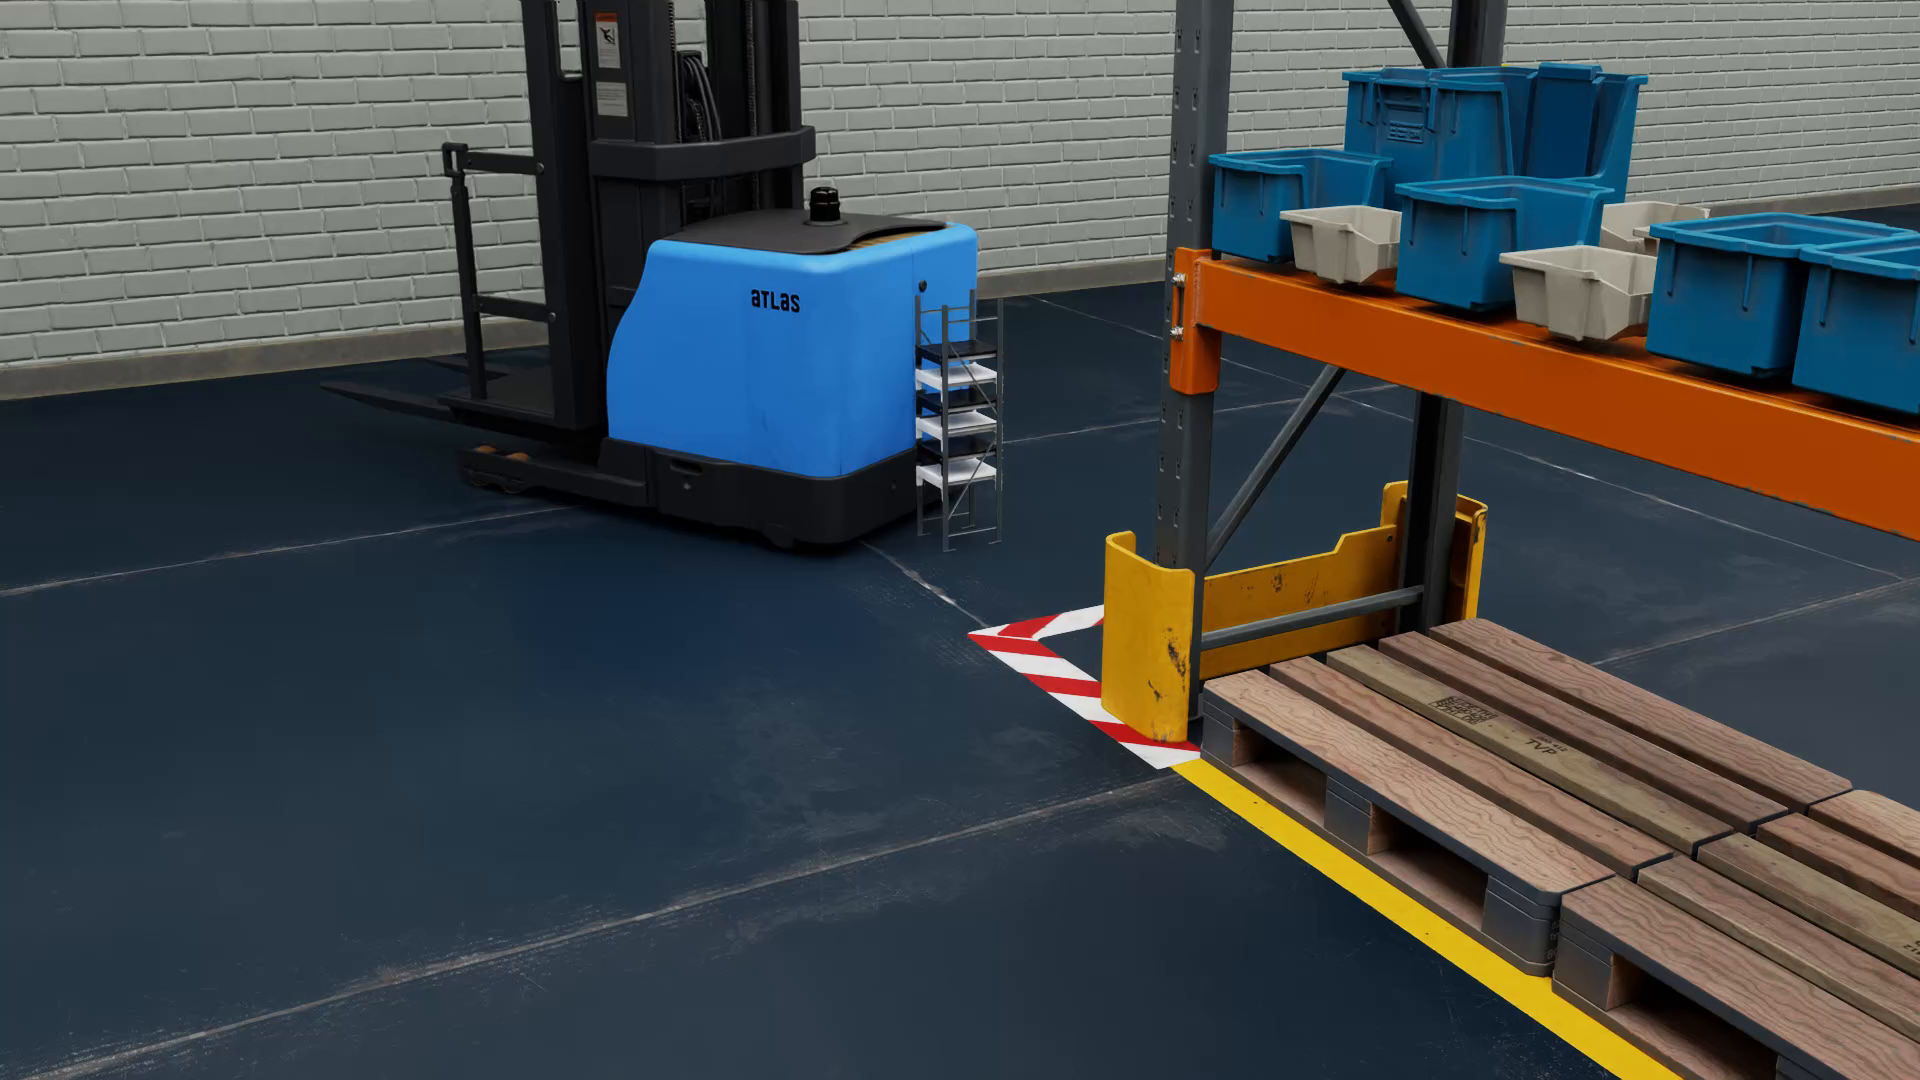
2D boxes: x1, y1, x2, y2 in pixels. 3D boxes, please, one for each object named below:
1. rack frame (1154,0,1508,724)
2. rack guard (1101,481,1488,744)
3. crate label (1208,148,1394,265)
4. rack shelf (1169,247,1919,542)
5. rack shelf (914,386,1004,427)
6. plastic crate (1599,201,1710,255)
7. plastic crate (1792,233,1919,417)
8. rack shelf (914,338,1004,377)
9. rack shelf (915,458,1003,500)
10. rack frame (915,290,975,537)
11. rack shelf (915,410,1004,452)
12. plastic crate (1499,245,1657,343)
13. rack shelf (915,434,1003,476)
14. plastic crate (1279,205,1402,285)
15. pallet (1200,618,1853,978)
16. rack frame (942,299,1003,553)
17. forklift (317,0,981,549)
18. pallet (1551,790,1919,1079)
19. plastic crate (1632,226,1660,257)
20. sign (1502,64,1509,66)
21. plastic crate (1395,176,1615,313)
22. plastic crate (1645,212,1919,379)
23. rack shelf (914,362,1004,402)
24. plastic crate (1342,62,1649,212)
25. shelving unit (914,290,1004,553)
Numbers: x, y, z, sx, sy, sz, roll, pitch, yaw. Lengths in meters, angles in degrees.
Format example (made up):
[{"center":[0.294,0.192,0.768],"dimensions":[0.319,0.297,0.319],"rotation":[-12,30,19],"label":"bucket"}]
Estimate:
[{"center":[0.999,-0.991,4.404],"dimensions":[1.000,3.000,0.127],"rotation":[-10,21,-27],"label":"rack frame"},{"center":[0.976,0.186,4.826],"dimensions":[1.175,0.500,0.348],"rotation":[-10,21,-27],"label":"rack guard"},{"center":[0.827,-0.818,4.068],"dimensions":[0.416,0.233,0.303],"rotation":[-10,21,-27],"label":"crate label"},{"center":[1.949,-0.077,2.857],"dimensions":[1.077,0.370,4.000],"rotation":[-10,21,-27],"label":"rack shelf"},{"center":[-0.004,-0.481,5.973],"dimensions":[0.258,0.077,0.200],"rotation":[-10,21,-27],"label":"rack shelf"},{"center":[1.546,-0.688,3.840],"dimensions":[0.396,0.136,0.243],"rotation":[-10,21,-27],"label":"plastic crate"},{"center":[1.594,-0.354,2.723],"dimensions":[0.416,0.233,0.300],"rotation":[-10,21,-27],"label":"plastic crate"},{"center":[-0.004,-0.651,5.914],"dimensions":[0.258,0.077,0.200],"rotation":[-10,21,-27],"label":"rack shelf"},{"center":[-0.004,-0.226,6.061],"dimensions":[0.258,0.077,0.200],"rotation":[-10,21,-27],"label":"rack shelf"},{"center":[-0.052,-0.457,6.076],"dimensions":[0.240,0.900,0.006],"rotation":[-10,21,-27],"label":"rack frame"},{"center":[-0.004,-0.396,6.002],"dimensions":[0.258,0.077,0.200],"rotation":[-10,21,-27],"label":"rack shelf"},{"center":[1.228,-0.473,3.216],"dimensions":[0.250,0.136,0.298],"rotation":[-10,21,-27],"label":"plastic crate"},{"center":[-0.004,-0.311,6.032],"dimensions":[0.258,0.077,0.200],"rotation":[-10,21,-27],"label":"rack shelf"},{"center":[0.906,-0.668,3.780],"dimensions":[0.250,0.136,0.298],"rotation":[-10,21,-27],"label":"plastic crate"},{"center":[1.357,0.570,4.155],"dimensions":[1.003,0.211,1.213],"rotation":[-10,21,-27],"label":"pallet"},{"center":[0.044,-0.399,5.907],"dimensions":[0.240,0.900,0.006],"rotation":[-10,21,-27],"label":"rack frame"},{"center":[-1.436,-1.700,6.563],"dimensions":[3.031,2.935,1.130],"rotation":[12,22,31],"label":"forklift"},{"center":[1.932,0.920,3.142],"dimensions":[1.003,0.211,1.213],"rotation":[-10,21,-27],"label":"pallet"},{"center":[1.671,-0.603,3.592],"dimensions":[0.396,0.136,0.243],"rotation":[-10,21,-27],"label":"plastic crate"},{"center":[1.476,-1.158,4.638],"dimensions":[0.100,0.325,0.005],"rotation":[-10,21,-27],"label":"sign"},{"center":[1.139,-0.629,3.521],"dimensions":[0.416,0.233,0.300],"rotation":[-10,21,-27],"label":"plastic crate"},{"center":[1.452,-0.440,2.973],"dimensions":[0.416,0.233,0.300],"rotation":[-10,21,-27],"label":"plastic crate"},{"center":[-0.004,-0.566,5.944],"dimensions":[0.258,0.077,0.200],"rotation":[-10,21,-27],"label":"rack shelf"},{"center":[1.323,-0.969,4.194],"dimensions":[0.616,0.435,0.499],"rotation":[-10,21,-27],"label":"plastic crate"},{"center":[-0.004,-0.428,5.991],"dimensions":[0.258,0.900,0.210],"rotation":[-10,21,-27],"label":"shelving unit"}]
